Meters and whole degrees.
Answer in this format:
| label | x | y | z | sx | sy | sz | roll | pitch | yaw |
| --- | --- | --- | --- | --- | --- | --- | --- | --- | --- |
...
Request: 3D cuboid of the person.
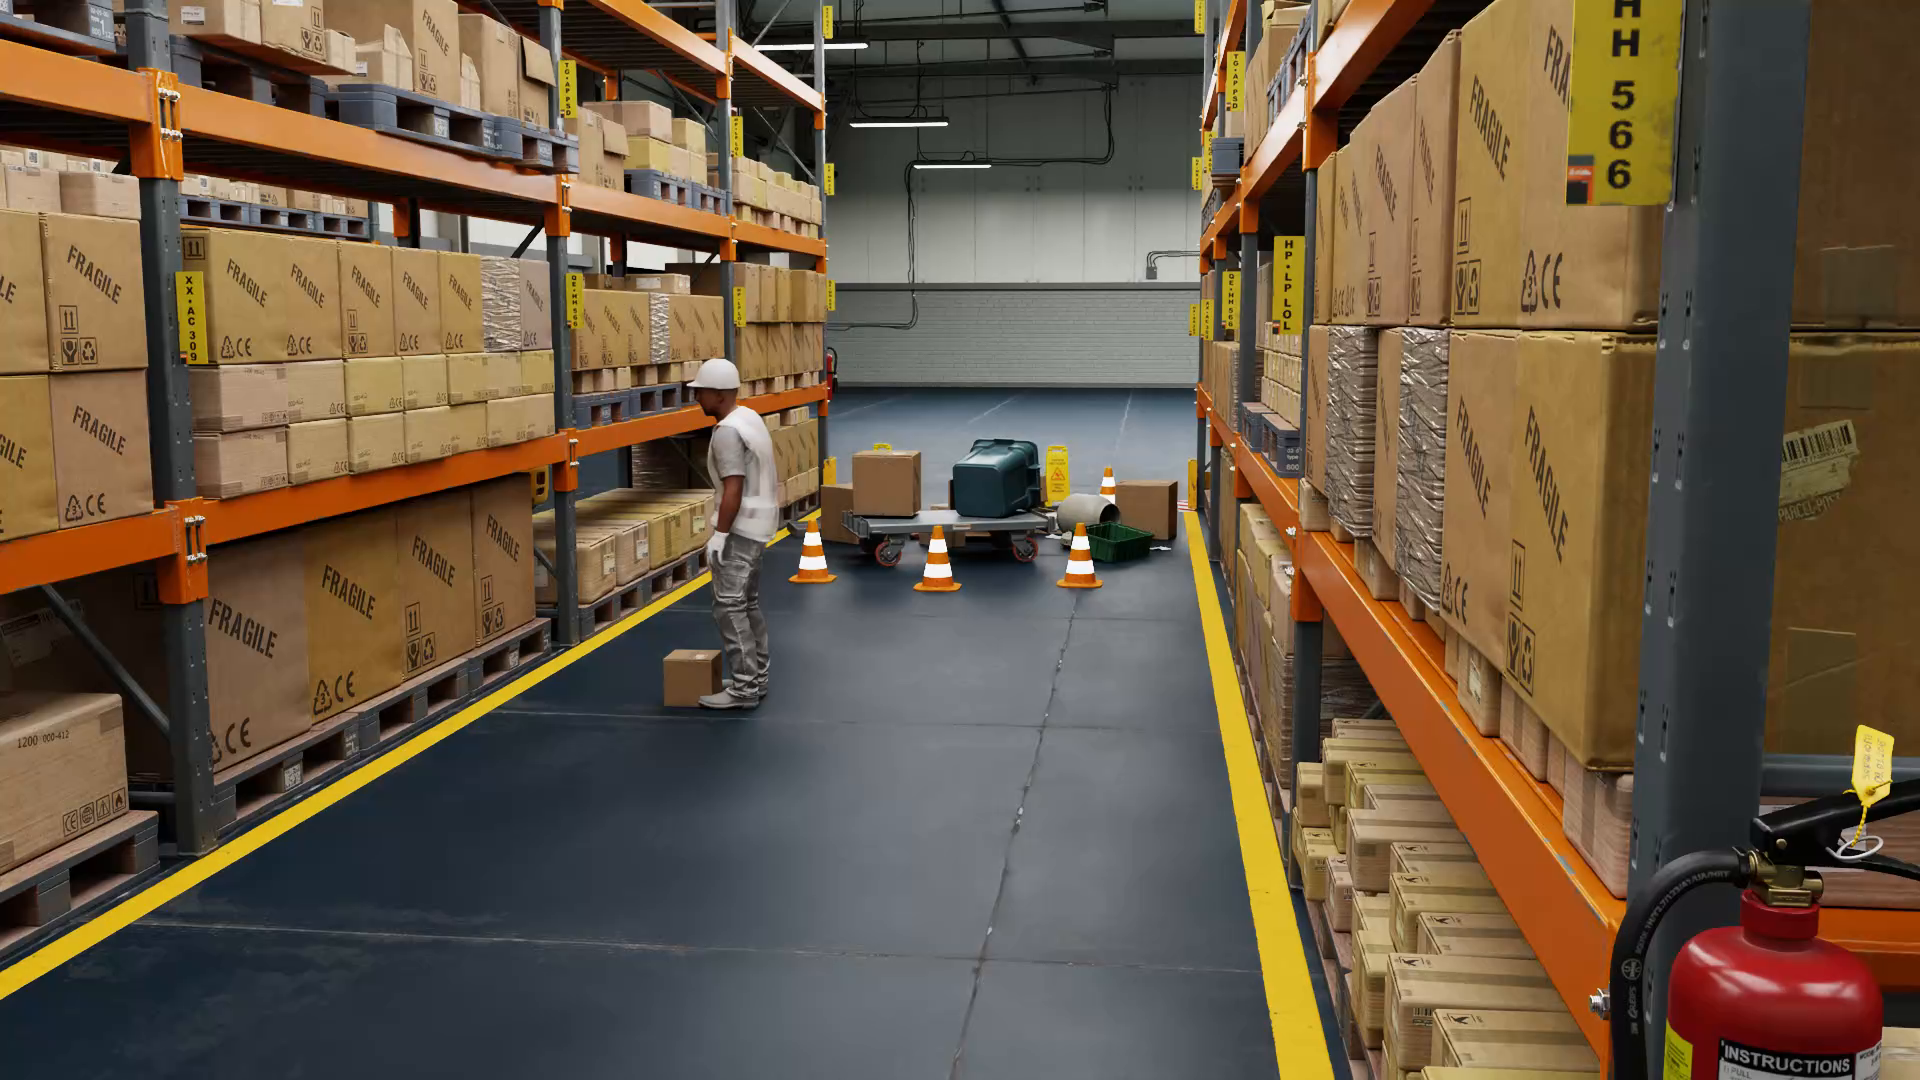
| label | x | y | z | sx | sy | sz | roll | pitch | yaw |
| --- | --- | --- | --- | --- | --- | --- | --- | --- | --- |
| person | -1.156 | -0.035 | 8.505 | 0.445 | 1.775 | 0.632 | 1 | 8 | 4 |
